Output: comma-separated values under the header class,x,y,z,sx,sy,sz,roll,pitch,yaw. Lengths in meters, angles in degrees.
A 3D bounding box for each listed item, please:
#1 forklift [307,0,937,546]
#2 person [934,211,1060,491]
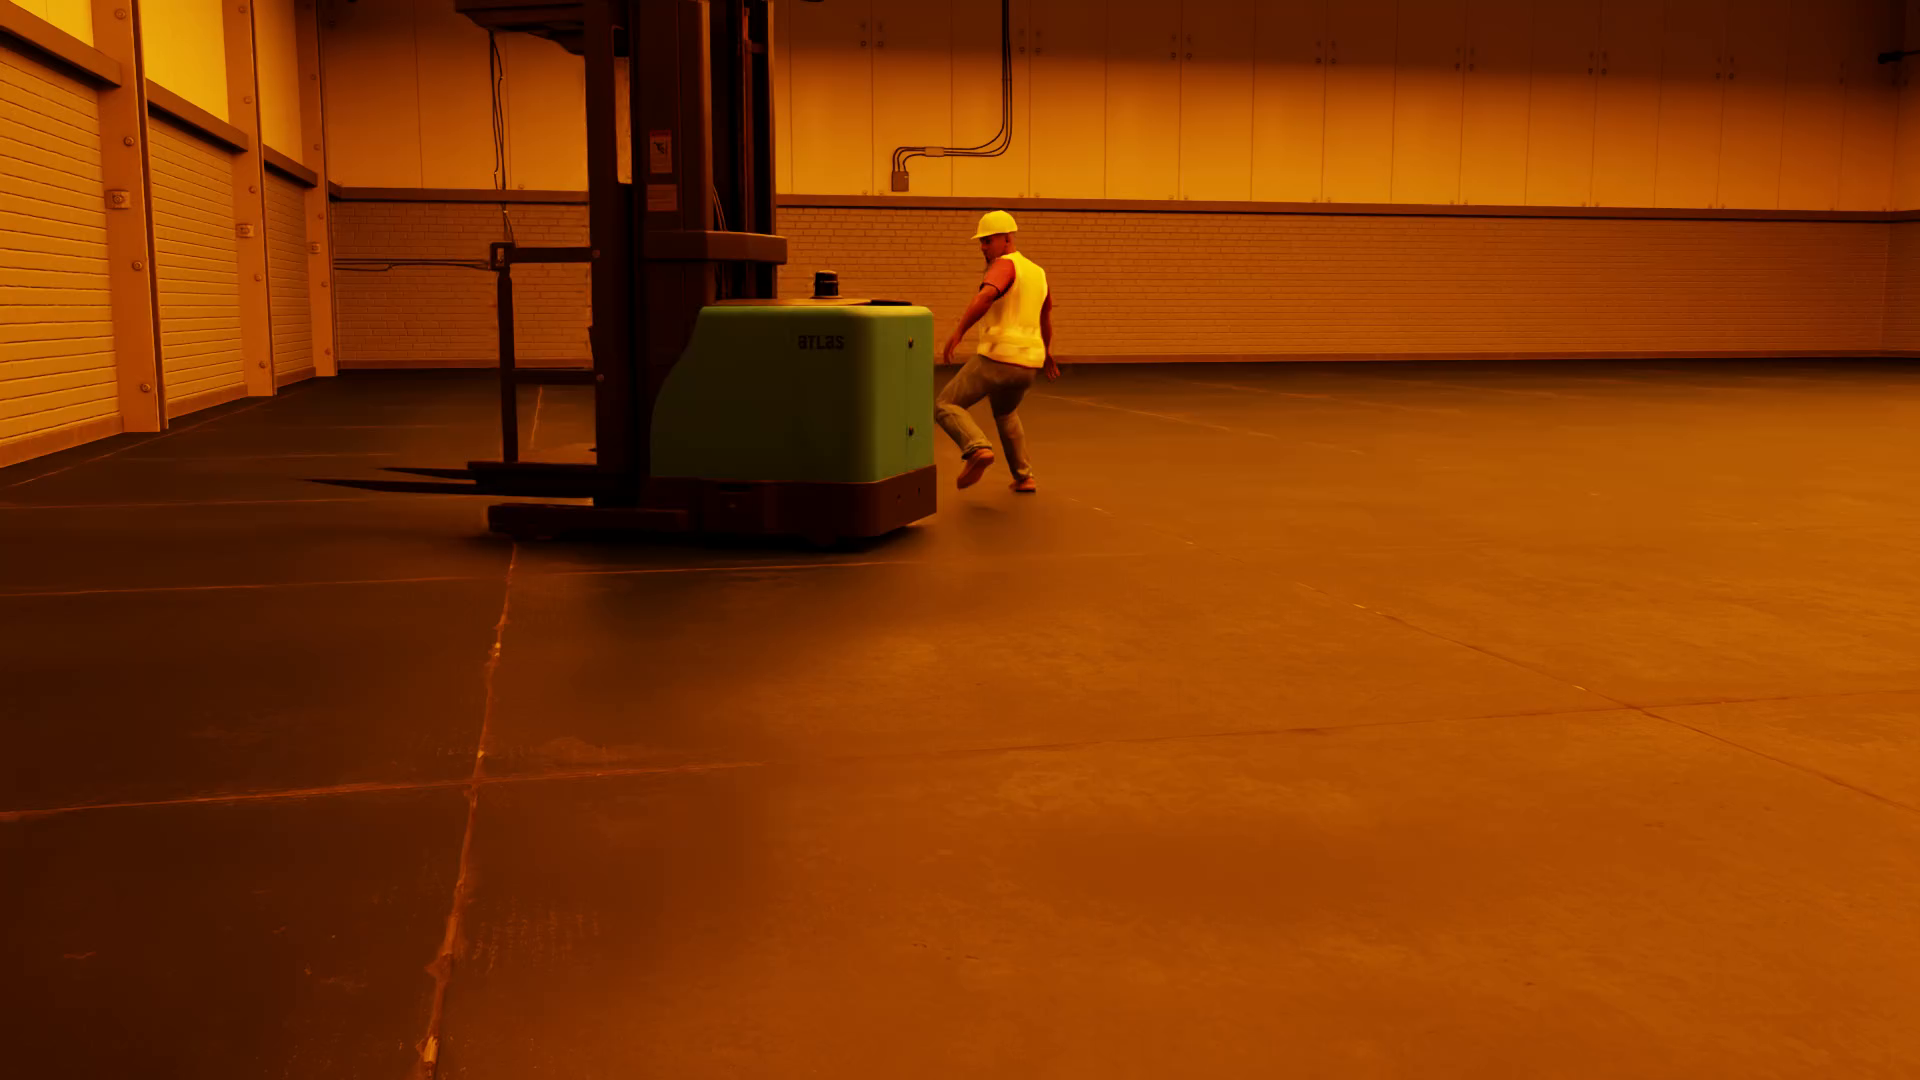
class,x,y,z,sx,sy,sz,roll,pitch,yaw
forklift,-1.690,-1.515,7.957,3.031,2.935,1.130,2,8,16
person,0.252,-1.057,9.546,0.503,1.641,1.127,7,10,40
